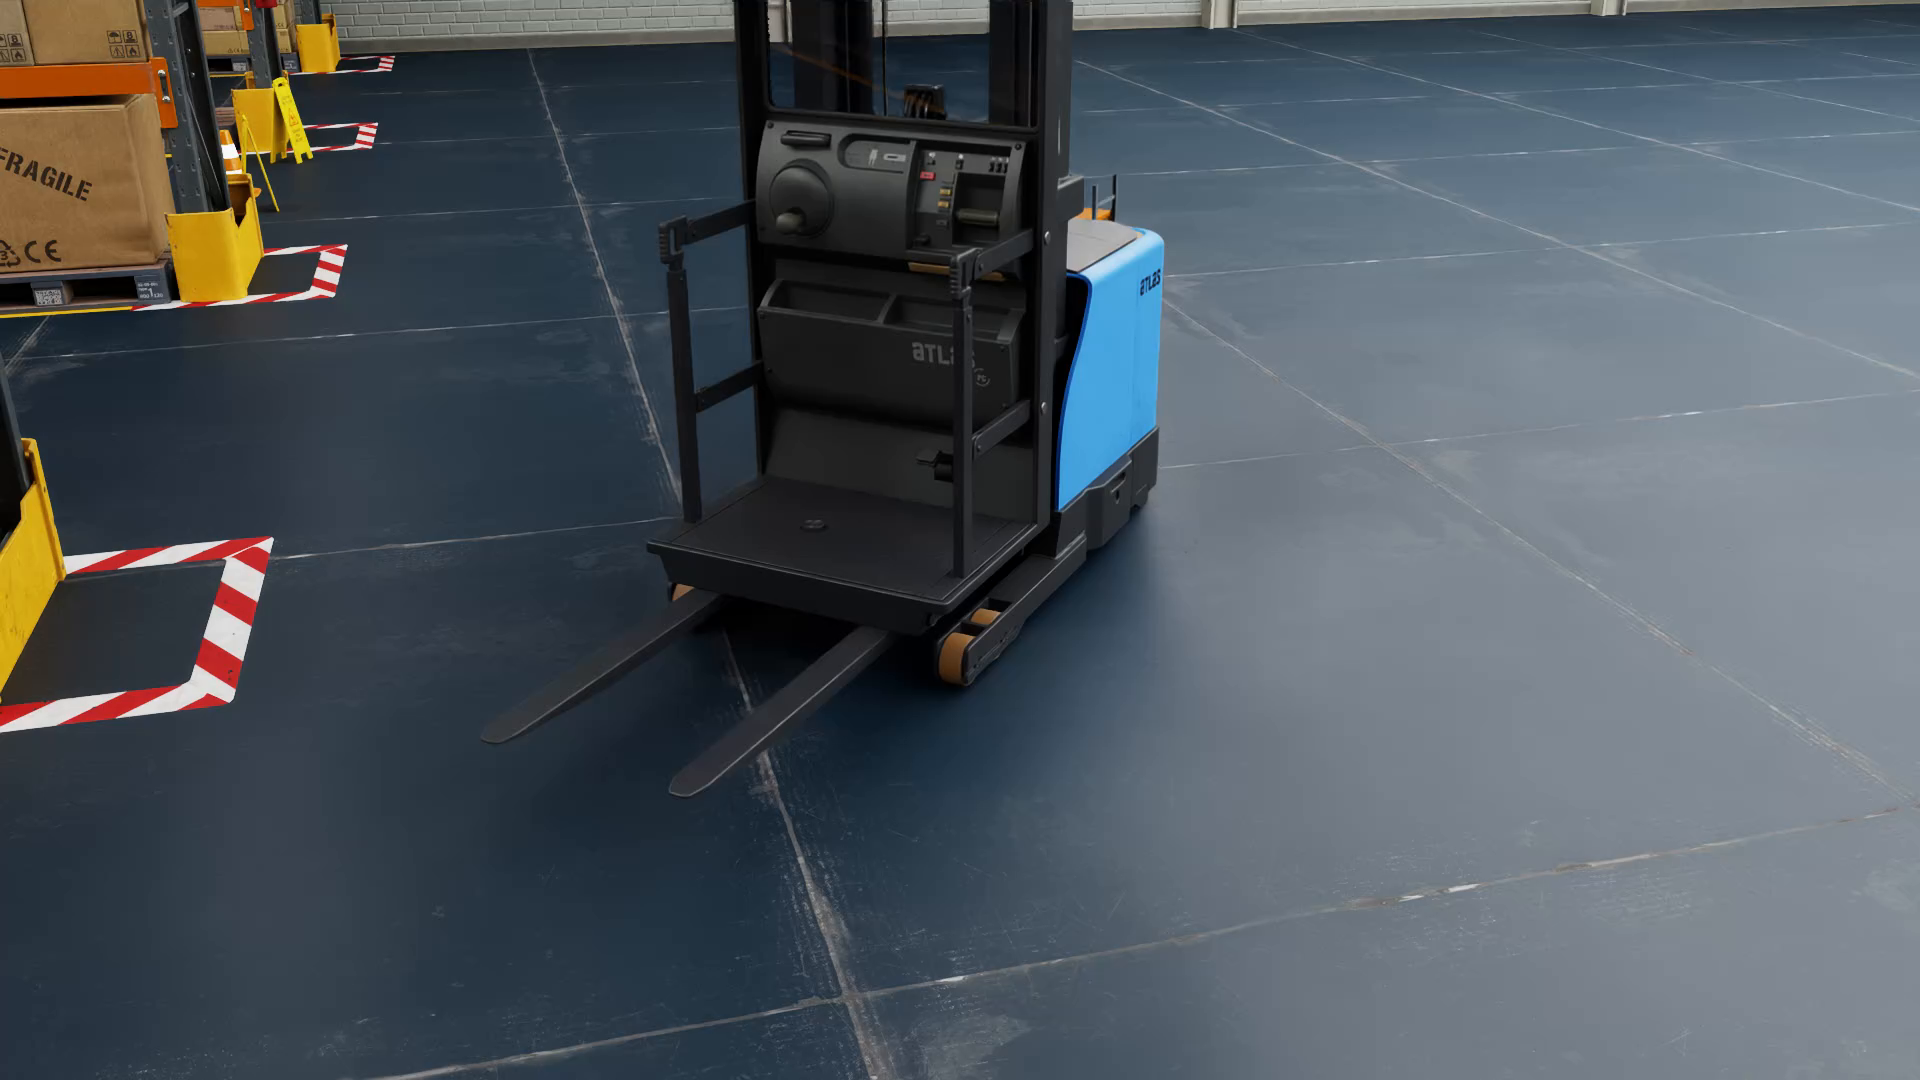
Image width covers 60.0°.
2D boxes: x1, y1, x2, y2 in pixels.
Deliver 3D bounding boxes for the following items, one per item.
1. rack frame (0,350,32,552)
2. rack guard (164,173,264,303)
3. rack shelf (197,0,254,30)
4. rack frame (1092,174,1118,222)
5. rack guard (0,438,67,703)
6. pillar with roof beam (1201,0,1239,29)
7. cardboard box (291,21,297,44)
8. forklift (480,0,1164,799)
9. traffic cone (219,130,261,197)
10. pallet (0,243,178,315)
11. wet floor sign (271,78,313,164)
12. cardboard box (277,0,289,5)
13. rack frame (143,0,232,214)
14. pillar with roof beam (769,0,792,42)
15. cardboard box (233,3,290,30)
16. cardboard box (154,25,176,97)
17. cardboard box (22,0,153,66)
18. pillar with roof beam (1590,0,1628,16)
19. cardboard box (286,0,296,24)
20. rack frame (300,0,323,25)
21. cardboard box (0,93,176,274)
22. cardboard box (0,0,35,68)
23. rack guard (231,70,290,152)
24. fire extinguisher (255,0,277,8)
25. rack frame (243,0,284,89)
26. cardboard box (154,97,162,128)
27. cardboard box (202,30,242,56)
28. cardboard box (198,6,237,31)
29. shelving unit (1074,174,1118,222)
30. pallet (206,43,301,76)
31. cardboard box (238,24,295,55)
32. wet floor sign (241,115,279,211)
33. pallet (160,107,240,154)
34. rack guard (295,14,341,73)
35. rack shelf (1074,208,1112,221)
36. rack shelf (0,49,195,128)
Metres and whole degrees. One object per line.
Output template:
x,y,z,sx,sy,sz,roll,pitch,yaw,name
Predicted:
-3.159,-1.049,4.891,0.127,3.000,1.000,-6,24,-14,rack frame
-4.378,-1.797,9.803,0.348,0.500,1.175,-6,24,-14,rack guard
-7.761,-4.268,13.305,4.000,0.370,1.077,-6,24,-14,rack shelf
0.567,-0.851,6.712,0.015,1.200,0.240,11,25,23,rack frame
-3.232,0.108,5.365,0.348,0.500,1.175,-6,24,-14,rack guard
4.623,-9.364,16.662,0.400,9.000,9.100,-6,24,-14,pillar with roof beam
-7.706,-5.647,18.561,0.500,0.250,0.500,-6,24,-14,cardboard box
-0.321,-1.089,5.070,1.130,2.935,3.031,11,26,24,forklift
-5.274,-2.725,12.014,0.334,0.463,0.336,-6,24,-14,traffic cone
-5.150,-1.546,9.587,1.213,0.211,1.003,-6,24,-14,pallet
-5.364,-3.343,13.224,0.232,0.644,0.267,2,23,4,wet floor sign
-7.539,-5.917,17.922,0.500,0.250,0.500,-5,24,-13,cardboard box
-4.401,-2.943,9.304,0.127,3.000,1.000,-6,24,-14,rack frame
-1.154,-8.725,15.172,0.400,9.000,9.100,-6,24,-14,pillar with roof beam
-7.564,-5.684,18.014,0.500,0.250,0.500,-7,24,-15,cardboard box
-6.537,-3.901,13.541,0.500,0.500,0.500,-6,24,-14,cardboard box
-4.746,-2.955,9.143,0.550,0.550,0.875,-6,24,-14,cardboard box
10.400,-10.003,18.151,0.400,9.000,9.100,-6,24,-14,pillar with roof beam
-7.689,-5.883,18.478,0.500,0.250,0.500,-6,24,-13,cardboard box
-7.180,-6.696,18.050,0.127,3.000,1.000,-6,24,-14,rack frame
-5.036,-2.062,9.414,0.875,0.875,0.875,-6,24,-14,cardboard box
-5.270,-2.888,8.987,0.550,0.550,0.875,-6,24,-14,cardboard box
-5.909,-3.655,14.133,0.348,0.500,1.175,-6,24,-14,rack guard
-5.601,-4.613,13.295,0.183,0.674,0.296,-6,24,-14,fire extinguisher
-5.836,-4.811,13.659,0.127,3.000,1.000,-6,24,-14,rack frame
-6.564,-3.550,13.674,0.500,0.250,0.500,-6,24,-15,cardboard box
-8.028,-5.406,17.998,0.500,0.250,0.500,-6,24,-14,cardboard box
-8.050,-5.635,17.899,0.500,0.250,0.500,-7,24,-15,cardboard box
0.347,-0.893,6.809,0.503,1.200,0.258,11,25,23,shelving unit
-7.905,-5.317,18.373,1.213,0.211,1.003,-6,24,-14,pallet
-7.547,-5.455,18.113,0.500,0.250,0.500,-6,24,-14,cardboard box
-4.908,-2.616,11.528,0.232,0.644,0.267,-11,25,-23,wet floor sign
-6.701,-3.449,14.020,1.213,0.211,1.003,-6,24,-14,pallet
-7.157,-5.549,18.549,0.348,0.500,1.175,-6,24,-14,rack guard
0.347,-1.254,6.654,0.480,0.148,0.258,11,25,23,rack shelf
-6.327,-2.399,8.950,4.000,0.370,1.077,-6,24,-14,rack shelf
